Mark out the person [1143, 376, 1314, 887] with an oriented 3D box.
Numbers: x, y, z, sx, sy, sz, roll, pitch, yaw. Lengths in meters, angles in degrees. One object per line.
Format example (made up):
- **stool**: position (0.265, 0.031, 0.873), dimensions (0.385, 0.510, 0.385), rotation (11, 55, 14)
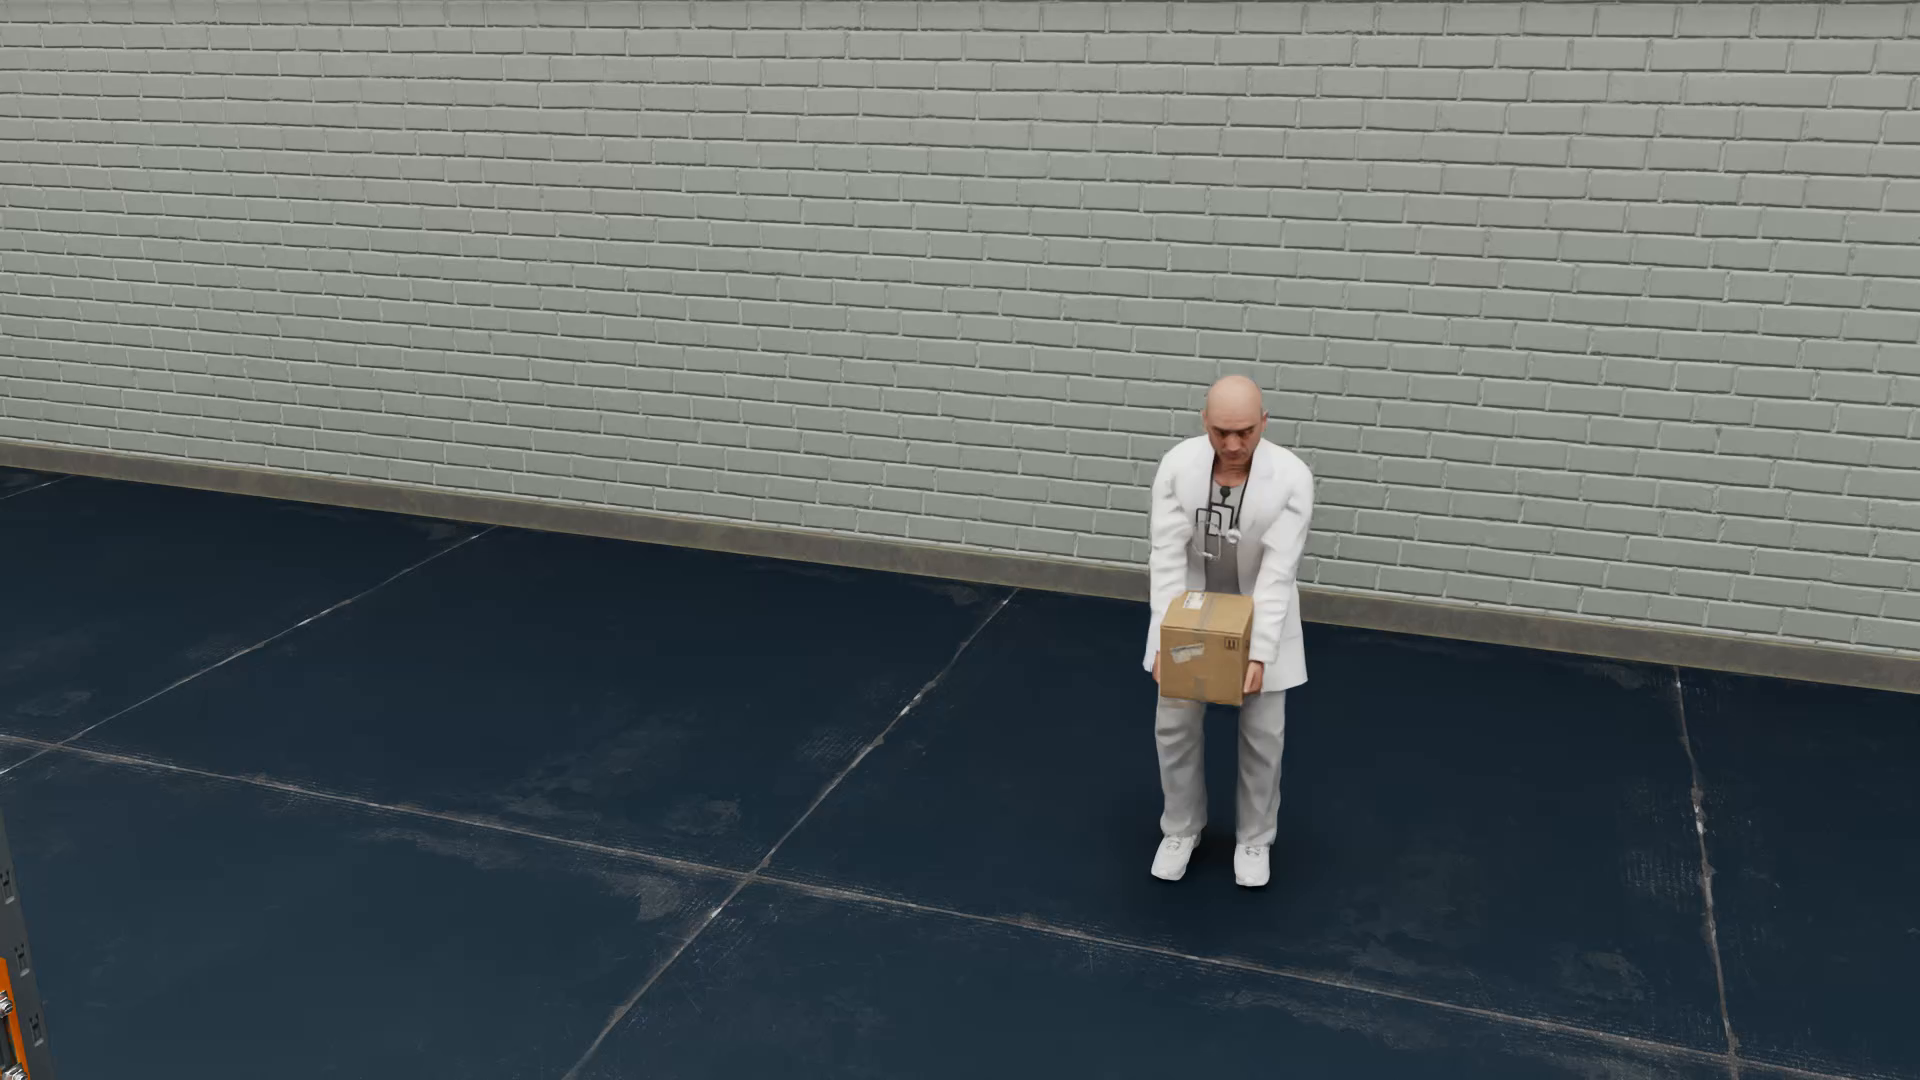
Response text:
- **person**: position (0.835, 0.294, 5.300), dimensions (0.537, 1.720, 0.618), rotation (6, 19, 17)
